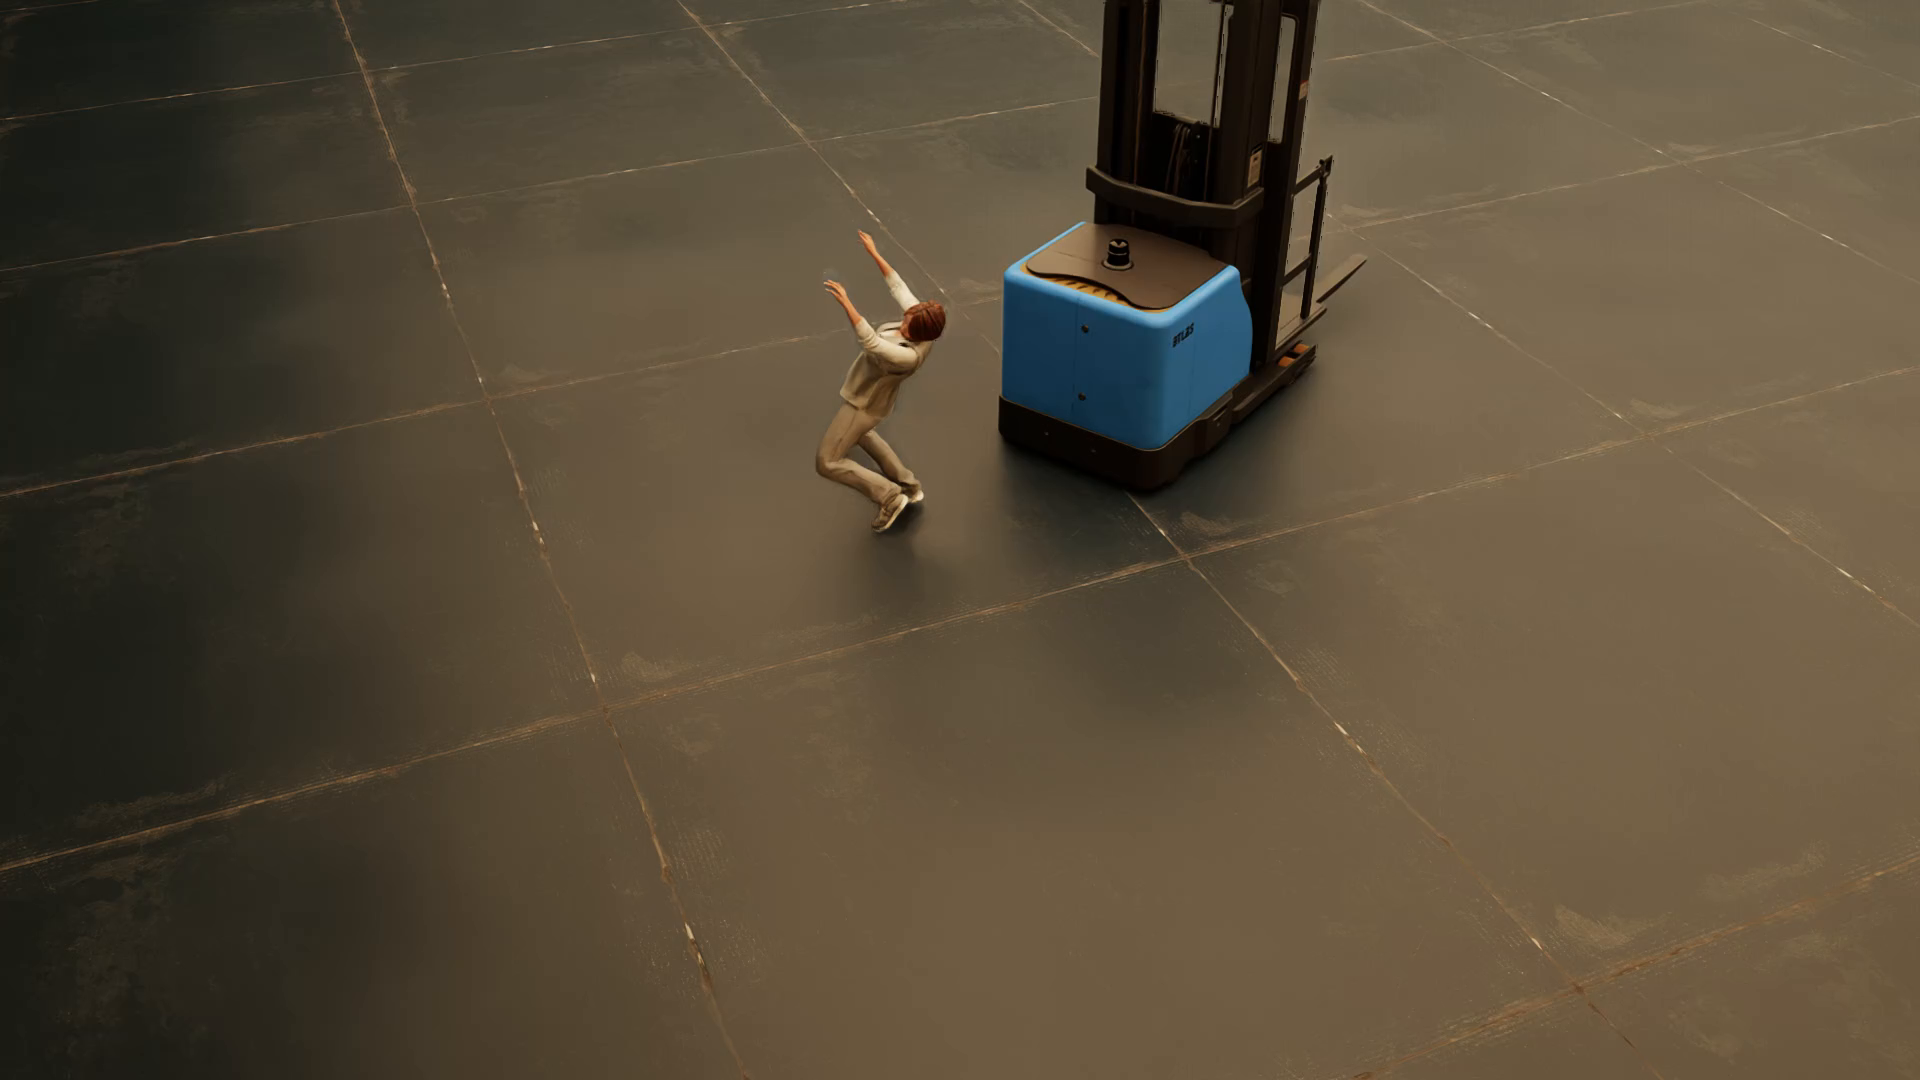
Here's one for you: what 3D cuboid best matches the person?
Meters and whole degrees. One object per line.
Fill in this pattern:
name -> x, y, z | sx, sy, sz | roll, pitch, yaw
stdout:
person -> -0.357, -0.786, 8.416 | 0.632, 1.506, 0.844 | 8, 36, 11

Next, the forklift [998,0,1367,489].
forklift -> 1.493, -2.272, 9.293 | 1.130, 2.935, 3.031 | 23, 41, 29
